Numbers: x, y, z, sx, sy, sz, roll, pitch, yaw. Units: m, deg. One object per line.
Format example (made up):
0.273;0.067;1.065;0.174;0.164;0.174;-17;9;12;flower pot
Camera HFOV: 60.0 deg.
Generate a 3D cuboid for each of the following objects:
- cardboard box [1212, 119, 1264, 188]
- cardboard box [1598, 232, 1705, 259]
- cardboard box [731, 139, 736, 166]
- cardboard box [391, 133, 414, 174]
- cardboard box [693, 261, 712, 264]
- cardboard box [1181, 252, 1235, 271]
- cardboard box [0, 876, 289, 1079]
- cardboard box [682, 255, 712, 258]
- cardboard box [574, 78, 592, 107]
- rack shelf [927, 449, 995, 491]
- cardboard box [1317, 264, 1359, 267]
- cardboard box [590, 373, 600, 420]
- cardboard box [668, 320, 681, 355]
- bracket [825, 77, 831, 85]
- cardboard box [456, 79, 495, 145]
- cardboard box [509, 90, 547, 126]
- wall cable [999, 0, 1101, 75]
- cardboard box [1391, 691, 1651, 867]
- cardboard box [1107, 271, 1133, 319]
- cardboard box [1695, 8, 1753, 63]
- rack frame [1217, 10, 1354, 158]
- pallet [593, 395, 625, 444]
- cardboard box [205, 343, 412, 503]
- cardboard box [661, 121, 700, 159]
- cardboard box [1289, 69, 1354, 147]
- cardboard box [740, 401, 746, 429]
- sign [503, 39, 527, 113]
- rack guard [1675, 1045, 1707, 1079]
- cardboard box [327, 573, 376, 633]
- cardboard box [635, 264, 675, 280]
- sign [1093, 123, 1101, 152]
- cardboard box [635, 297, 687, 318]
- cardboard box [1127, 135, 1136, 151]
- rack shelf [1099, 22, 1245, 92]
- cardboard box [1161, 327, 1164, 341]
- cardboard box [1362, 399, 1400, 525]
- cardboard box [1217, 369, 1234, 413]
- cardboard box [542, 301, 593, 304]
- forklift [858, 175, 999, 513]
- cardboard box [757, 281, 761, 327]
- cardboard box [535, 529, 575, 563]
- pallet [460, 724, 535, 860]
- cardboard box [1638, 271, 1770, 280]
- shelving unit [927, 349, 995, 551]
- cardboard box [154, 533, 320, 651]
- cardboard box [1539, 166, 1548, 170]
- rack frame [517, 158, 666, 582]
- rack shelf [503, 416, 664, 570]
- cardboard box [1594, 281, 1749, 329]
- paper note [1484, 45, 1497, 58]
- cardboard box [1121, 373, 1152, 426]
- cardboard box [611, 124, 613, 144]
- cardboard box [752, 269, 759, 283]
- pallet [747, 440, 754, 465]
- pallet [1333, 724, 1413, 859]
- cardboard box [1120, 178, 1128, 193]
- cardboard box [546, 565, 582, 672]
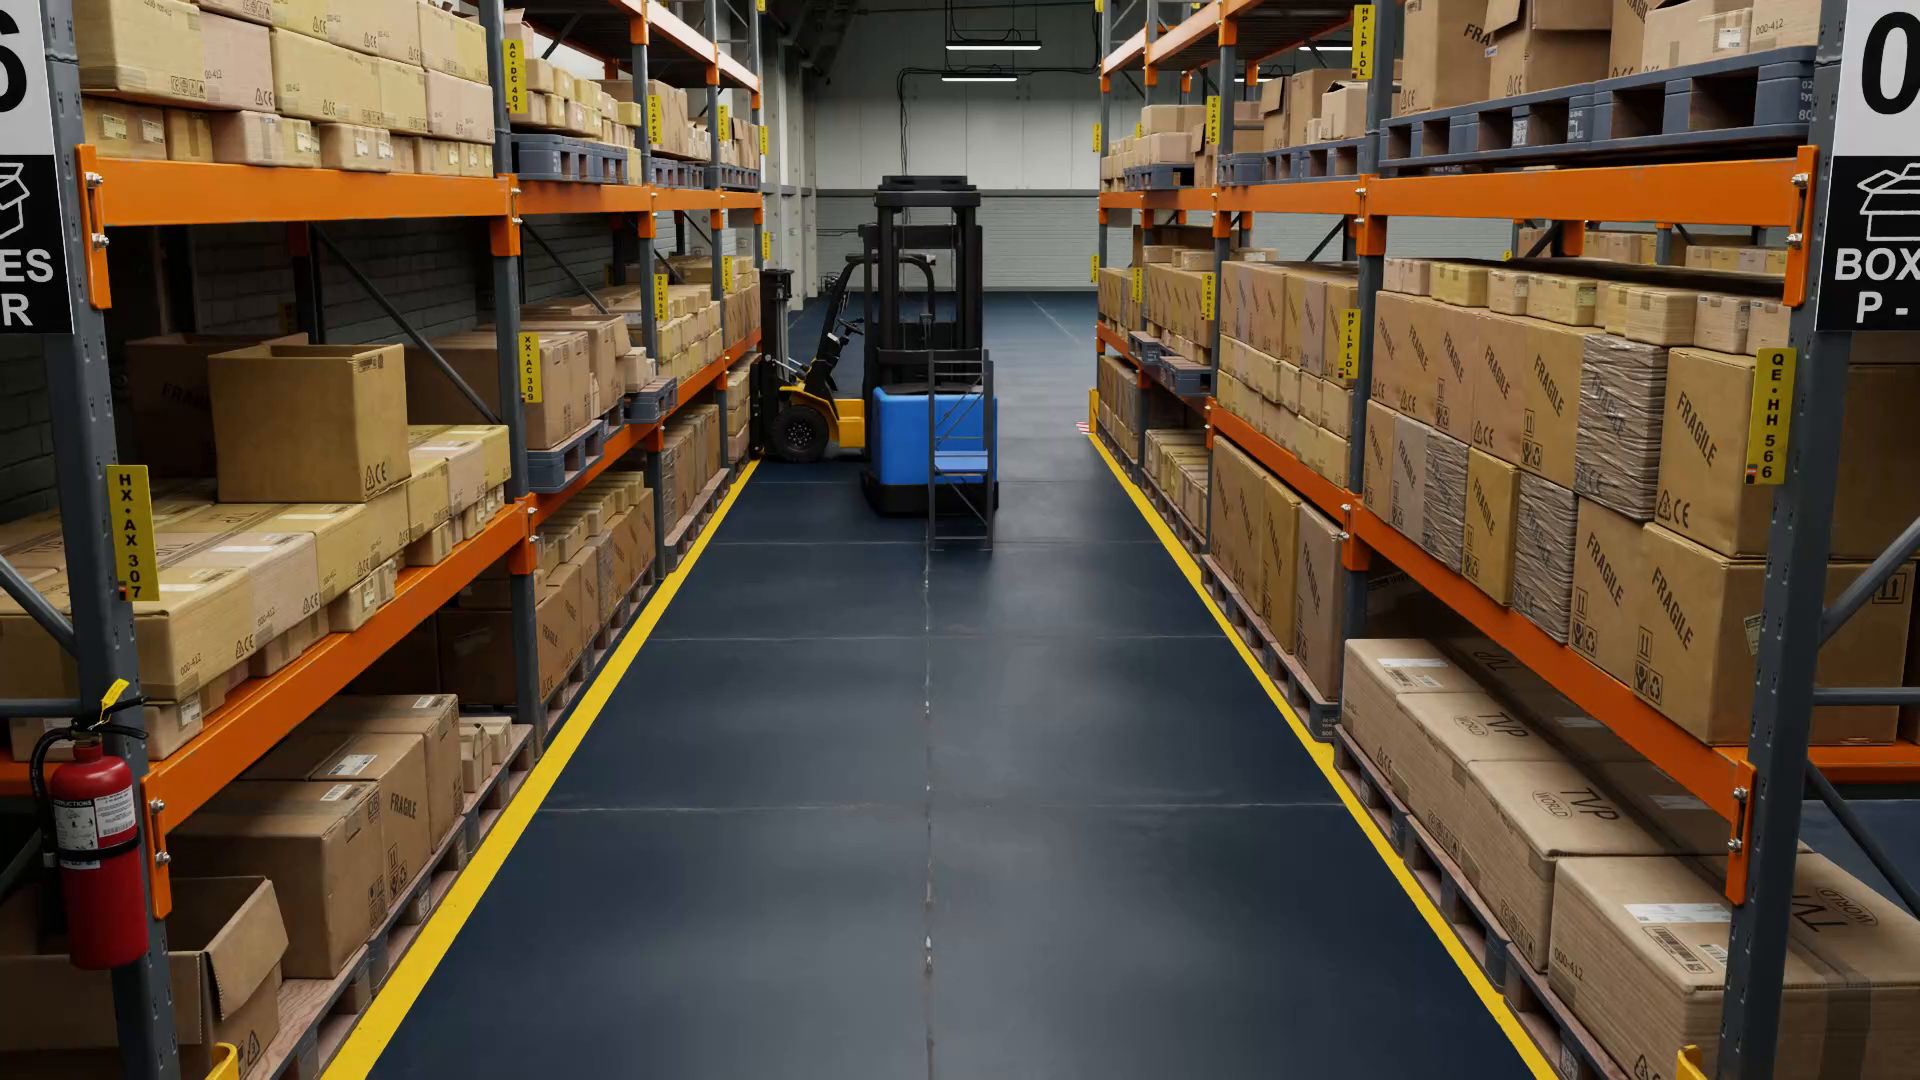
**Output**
2.298;-2.907;12.548;0.700;0.500;0.500;0;11;-1;cardboard box
7.198;-2.928;17.354;0.875;0.550;0.550;0;11;-1;cardboard box
-2.464;-3.929;16.866;0.396;0.266;0.258;-1;11;-2;cardboard box
-2.294;-1.456;6.278;0.380;0.149;0.250;0;11;1;cardboard box
-2.553;-2.806;17.217;0.380;0.149;0.250;0;11;-1;cardboard box
1.992;-2.242;13.379;0.380;0.149;0.250;-1;11;-4;cardboard box
-2.407;1.308;4.792;0.797;0.503;0.637;-1;11;-3;cardboard box
-3.027;-3.214;19.224;0.380;0.149;0.250;0;11;-2;cardboard box
-2.235;-2.448;9.112;0.380;0.149;0.250;0;11;-1;cardboard box
-0.002;-0.576;13.529;0.538;0.185;1.000;0;11;-1;rack shelf
2.599;-1.535;10.814;0.500;0.500;0.500;0;11;0;cardboard box
-2.217;-0.801;9.244;0.396;0.266;0.258;0;11;2;cardboard box
-2.429;-1.539;12.718;0.500;0.250;0.500;0;11;1;cardboard box
-4.029;-13.849;50.137;0.235;0.232;0.430;0;11;-1;bracket
-2.312;-1.831;7.123;0.500;0.250;0.500;0;11;-1;cardboard box
-2.181;-2.046;7.879;0.380;0.149;0.250;0;11;0;cardboard box
2.733;-15.327;50.144;3.097;2.526;0.112;0;11;-1;wall cable
2.315;0.949;6.726;0.875;0.438;0.875;-1;11;-3;cardboard box
1.901;-2.685;18.250;0.500;0.500;0.500;0;11;-2;cardboard box
2.285;-1.383;4.612;0.380;0.149;0.250;-1;12;-6;cardboard box
2.308;-4.140;11.331;1.000;3.000;0.127;0;11;-1;rack frame
-2.610;-0.698;9.937;1.003;0.211;1.213;0;11;-1;pallet
-2.261;-0.417;5.815;0.500;0.500;0.500;0;11;0;cardboard box
-2.463;-3.359;13.945;0.500;0.311;0.500;-1;11;-3;cardboard box
2.518;-2.728;10.611;0.700;0.500;0.500;-1;11;-4;cardboard box
-2.451;-1.274;16.898;0.500;0.250;0.500;0;11;-1;cardboard box
-2.030;-2.110;7.572;0.100;0.325;0.005;0;11;-1;sign
2.474;1.621;4.313;1.175;0.500;0.348;0;11;-1;rack guard
-2.199;0.212;5.600;0.380;0.149;0.250;-1;11;-3;cardboard box
-3.029;-2.651;16.451;0.380;0.149;0.250;0;11;-2;cardboard box
1.600;-4.686;19.369;0.100;0.325;0.005;0;11;-1;sign
-2.404;-1.866;13.331;0.380;0.149;0.250;0;11;0;cardboard box
1.866;-3.949;16.562;0.380;0.149;0.250;0;11;1;cardboard box
2.184;-4.978;17.281;1.077;0.370;4.000;0;11;-1;rack shelf
1.963;-1.809;14.508;0.380;0.149;0.250;0;11;0;cardboard box
2.138;-0.359;7.533;0.500;0.500;0.500;0;11;1;cardboard box
2.066;-1.028;11.457;0.500;0.250;0.500;0;11;-2;cardboard box
-3.000;-1.761;12.811;0.380;0.149;0.250;0;11;-2;cardboard box
-0.370;-1.915;15.627;1.130;2.935;3.031;-2;12;-7;forklift
-2.547;-2.721;19.175;0.500;0.500;0.500;0;11;-2;cardboard box
-2.400;0.036;9.438;0.380;0.149;0.250;0;11;-1;cardboard box
-2.559;1.120;7.508;1.003;0.211;1.213;0;11;-1;pallet
2.698;-0.898;6.044;0.380;0.149;0.250;0;11;-1;cardboard box
-0.002;-0.752;13.494;0.538;1.500;1.048;0;11;-1;shelving unit
-2.240;0.148;4.914;0.500;0.250;0.500;0;11;-1;cardboard box
6.787;-4.262;18.802;0.380;0.149;0.250;0;11;-1;cardboard box
-2.655;-1.178;11.823;1.000;3.000;0.127;0;11;-1;rack frame
-2.613;-0.428;9.935;1.077;0.370;4.000;0;11;-1;rack shelf
2.248;-0.740;5.267;0.380;0.149;0.250;0;11;-2;cardboard box
1.848;-1.702;5.794;0.006;0.032;0.123;0;11;-1;paper note
1.932;-1.438;17.076;0.500;0.500;0.500;0;11;0;cardboard box
-2.441;-2.597;10.645;0.380;0.149;0.250;0;11;0;cardboard box
-2.498;-3.017;19.003;0.380;0.149;0.250;0;11;0;cardboard box
-2.740;-1.008;17.998;1.003;0.211;1.213;0;11;-1;pallet
2.328;1.114;7.538;1.003;0.211;1.213;0;11;-1;pallet
1.902;-3.760;17.637;0.380;0.149;0.250;-1;11;-3;cardboard box
-2.378;0.433;9.110;0.500;0.500;0.500;0;11;-2;cardboard box
